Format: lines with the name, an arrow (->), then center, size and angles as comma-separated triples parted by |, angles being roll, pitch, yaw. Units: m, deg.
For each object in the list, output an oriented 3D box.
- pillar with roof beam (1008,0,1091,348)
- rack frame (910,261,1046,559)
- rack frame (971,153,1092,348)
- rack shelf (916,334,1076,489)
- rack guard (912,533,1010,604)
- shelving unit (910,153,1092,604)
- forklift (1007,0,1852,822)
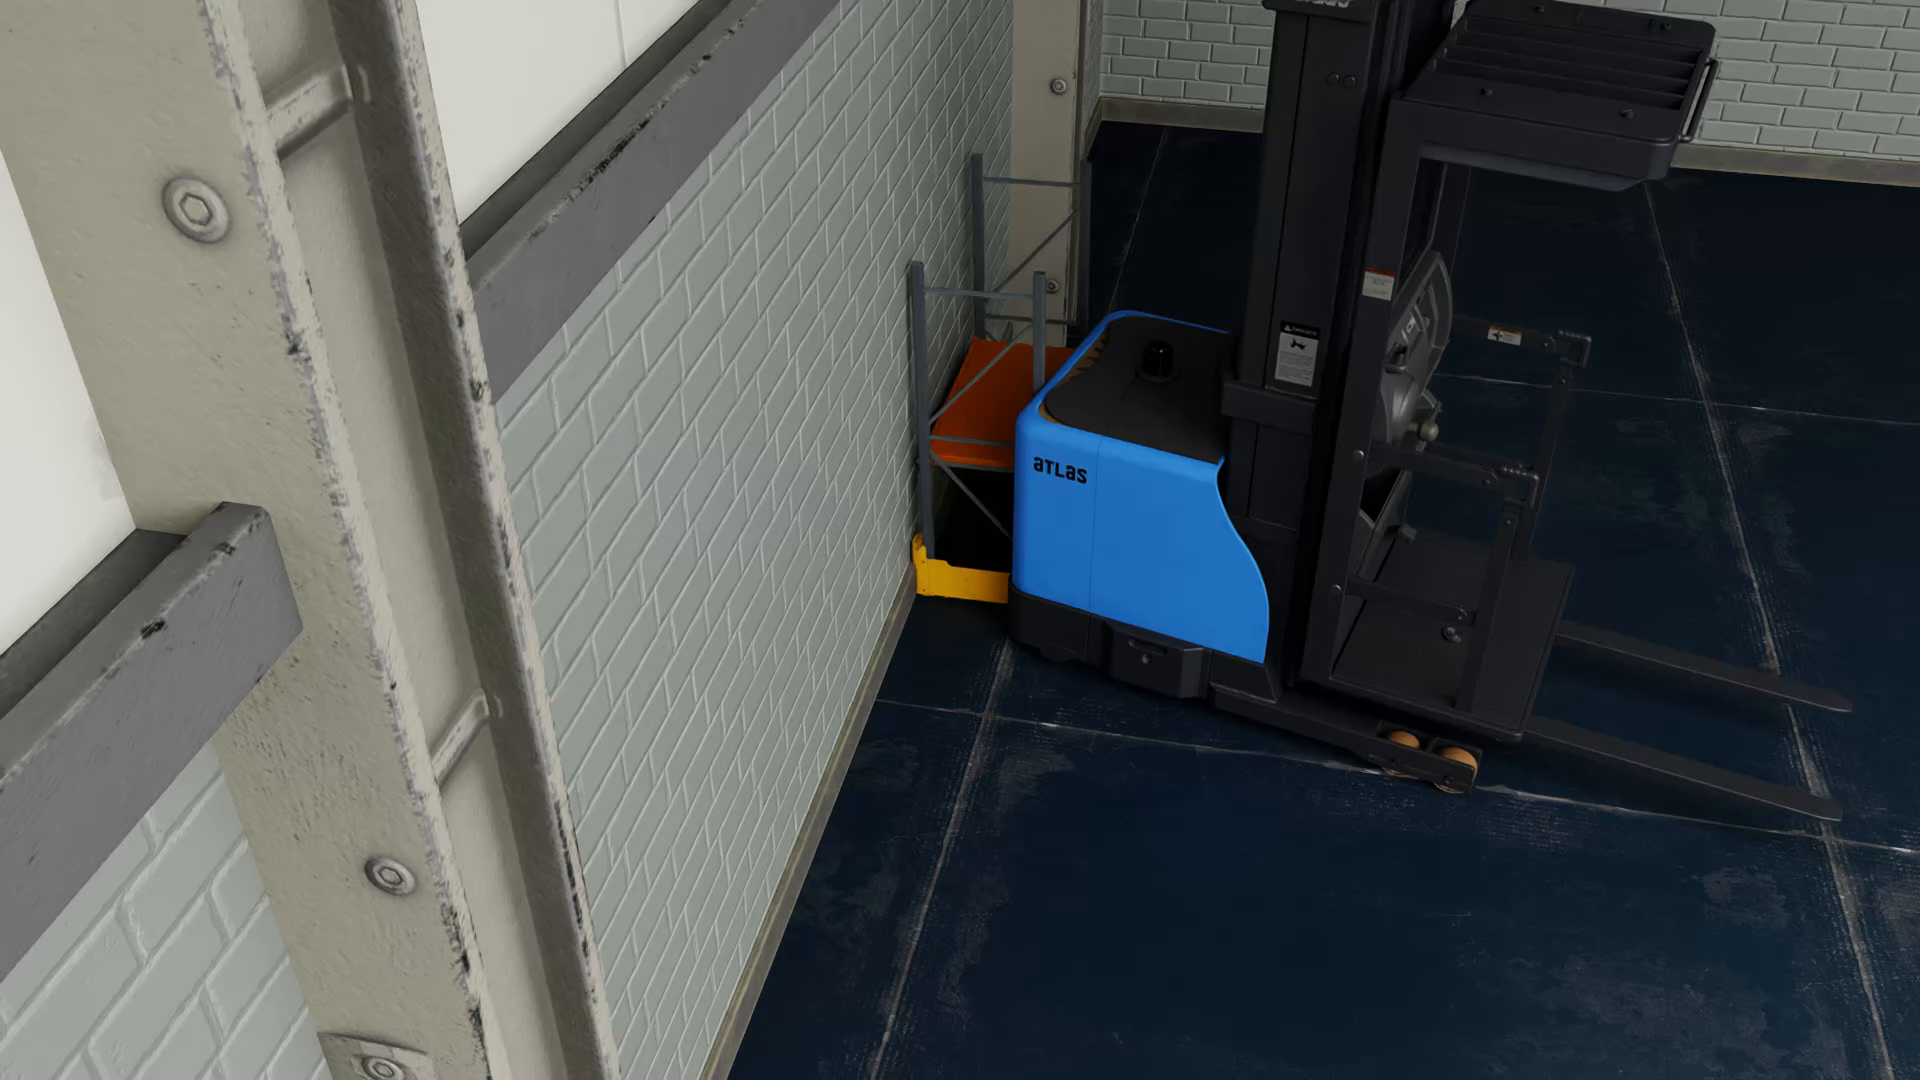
pillar with roof beam -> 4.634, -4.195, 5.370 | 9.100, 9.000, 0.400 | 7, 37, 10
rack frame -> 0.082, -0.379, 6.475 | 0.500, 1.500, 0.032 | 7, 36, 11
rack frame -> 0.311, -0.960, 7.277 | 0.500, 1.500, 0.032 | 7, 36, 11
rack shelf -> 0.201, -0.523, 6.981 | 0.538, 0.185, 1.000 | 7, 36, 11
rack guard -> 0.097, 0.128, 6.840 | 0.587, 0.250, 0.087 | 7, 36, 11
shelving unit -> 0.194, -0.664, 6.869 | 0.587, 1.500, 1.083 | 7, 36, 11
forklift -> 1.742, -0.632, 5.624 | 3.031, 2.935, 1.130 | 16, 39, 21
